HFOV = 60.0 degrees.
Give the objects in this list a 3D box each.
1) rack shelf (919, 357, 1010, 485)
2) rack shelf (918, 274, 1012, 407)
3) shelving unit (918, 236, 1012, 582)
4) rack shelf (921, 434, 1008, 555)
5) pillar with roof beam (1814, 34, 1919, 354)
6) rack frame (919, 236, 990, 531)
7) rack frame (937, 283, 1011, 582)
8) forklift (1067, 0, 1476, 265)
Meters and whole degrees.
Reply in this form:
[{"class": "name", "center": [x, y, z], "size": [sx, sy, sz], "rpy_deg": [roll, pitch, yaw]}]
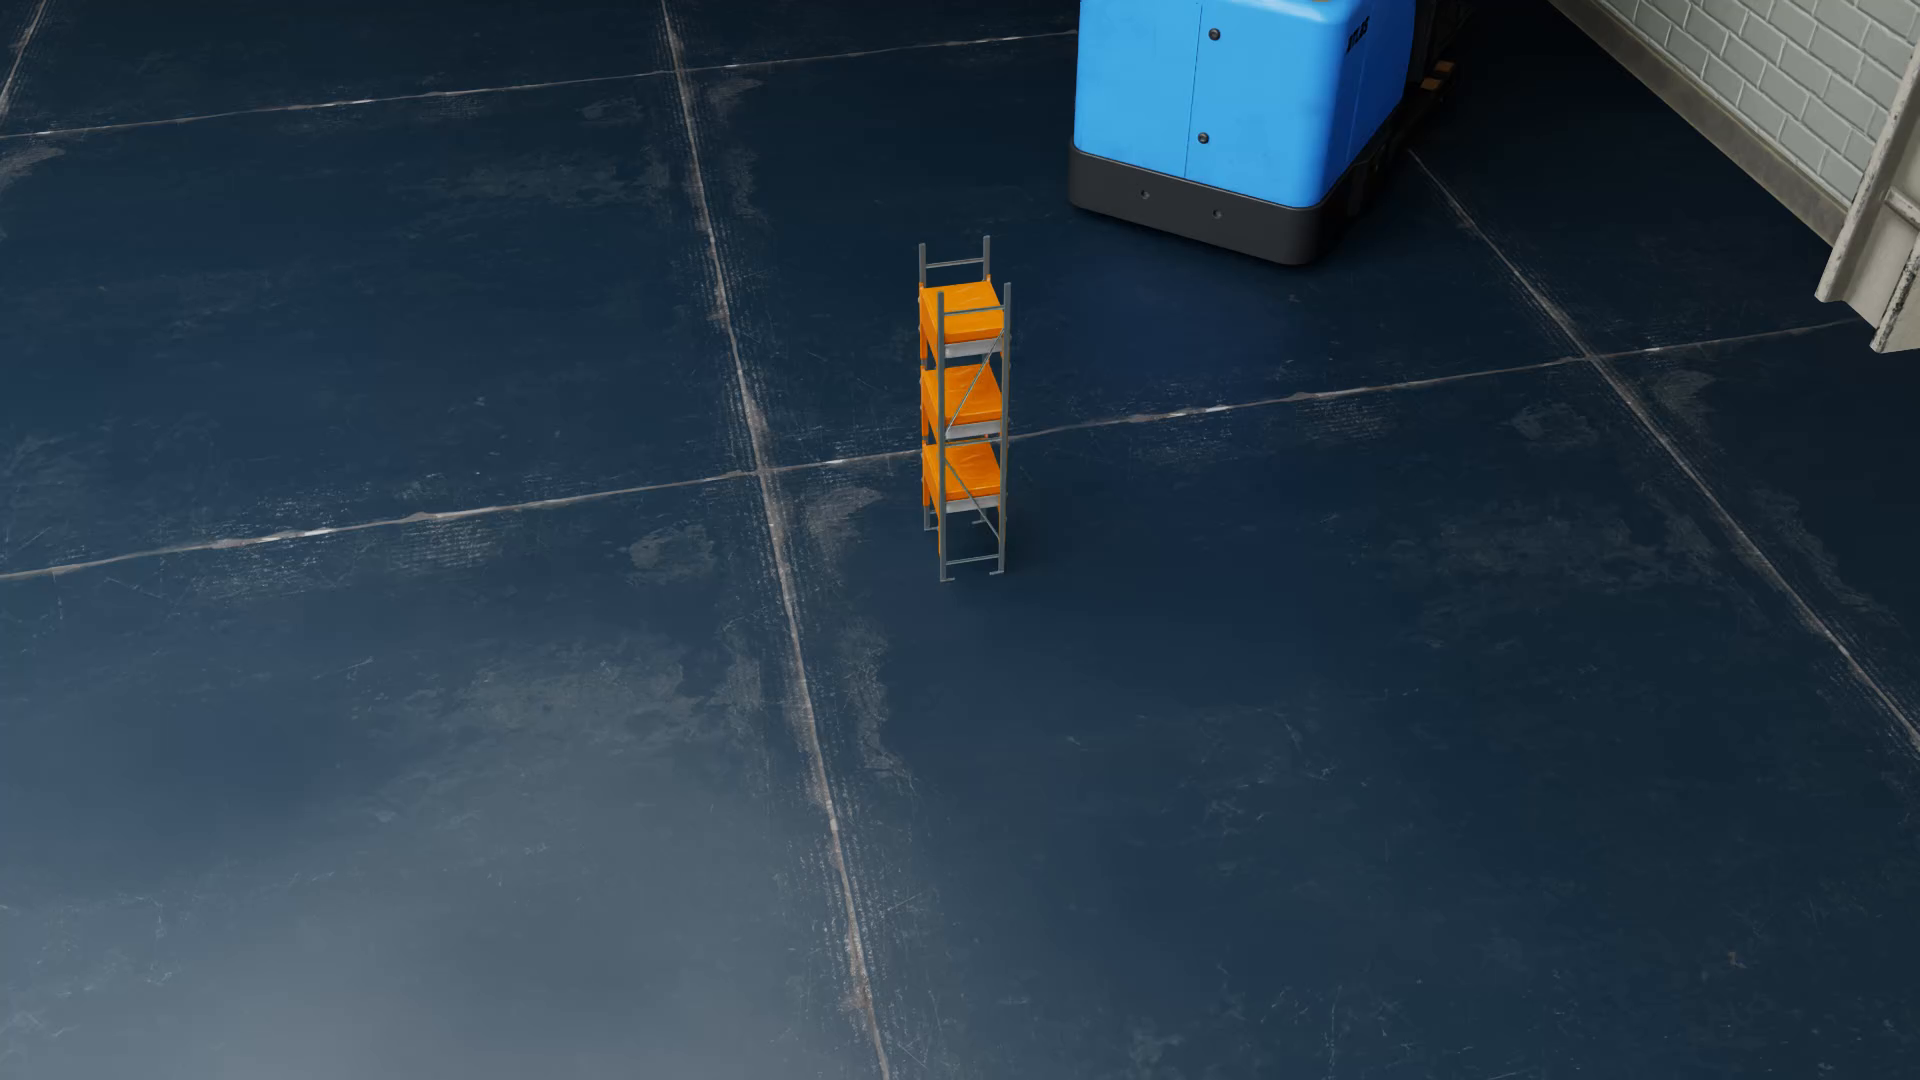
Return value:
[{"class": "rack shelf", "center": [0.012, -0.350, 4.869], "size": [0.215, 0.259, 0.240], "rpy_deg": [-8, 42, -9]}, {"class": "rack shelf", "center": [0.012, -0.562, 4.681], "size": [0.215, 0.259, 0.240], "rpy_deg": [-8, 42, -9]}, {"class": "shelving unit", "center": [0.012, -0.358, 4.862], "size": [0.215, 1.050, 0.252], "rpy_deg": [-8, 42, -9]}, {"class": "rack shelf", "center": [0.012, -0.142, 5.054], "size": [0.215, 0.259, 0.240], "rpy_deg": [-8, 42, -9]}, {"class": "pillar with roof beam", "center": [-0.779, -3.573, 2.496], "size": [9.100, 9.000, 0.400], "rpy_deg": [-8, 42, -9]}, {"class": "rack frame", "center": [-0.015, -0.437, 4.951], "size": [0.200, 1.050, 0.008], "rpy_deg": [-8, 42, -9]}, {"class": "rack frame", "center": [0.038, -0.279, 4.773], "size": [0.200, 1.050, 0.008], "rpy_deg": [-8, 42, -9]}, {"class": "forklift", "center": [1.593, -3.107, 6.542], "size": [1.130, 2.935, 3.031], "rpy_deg": [20, 46, 22]}]
